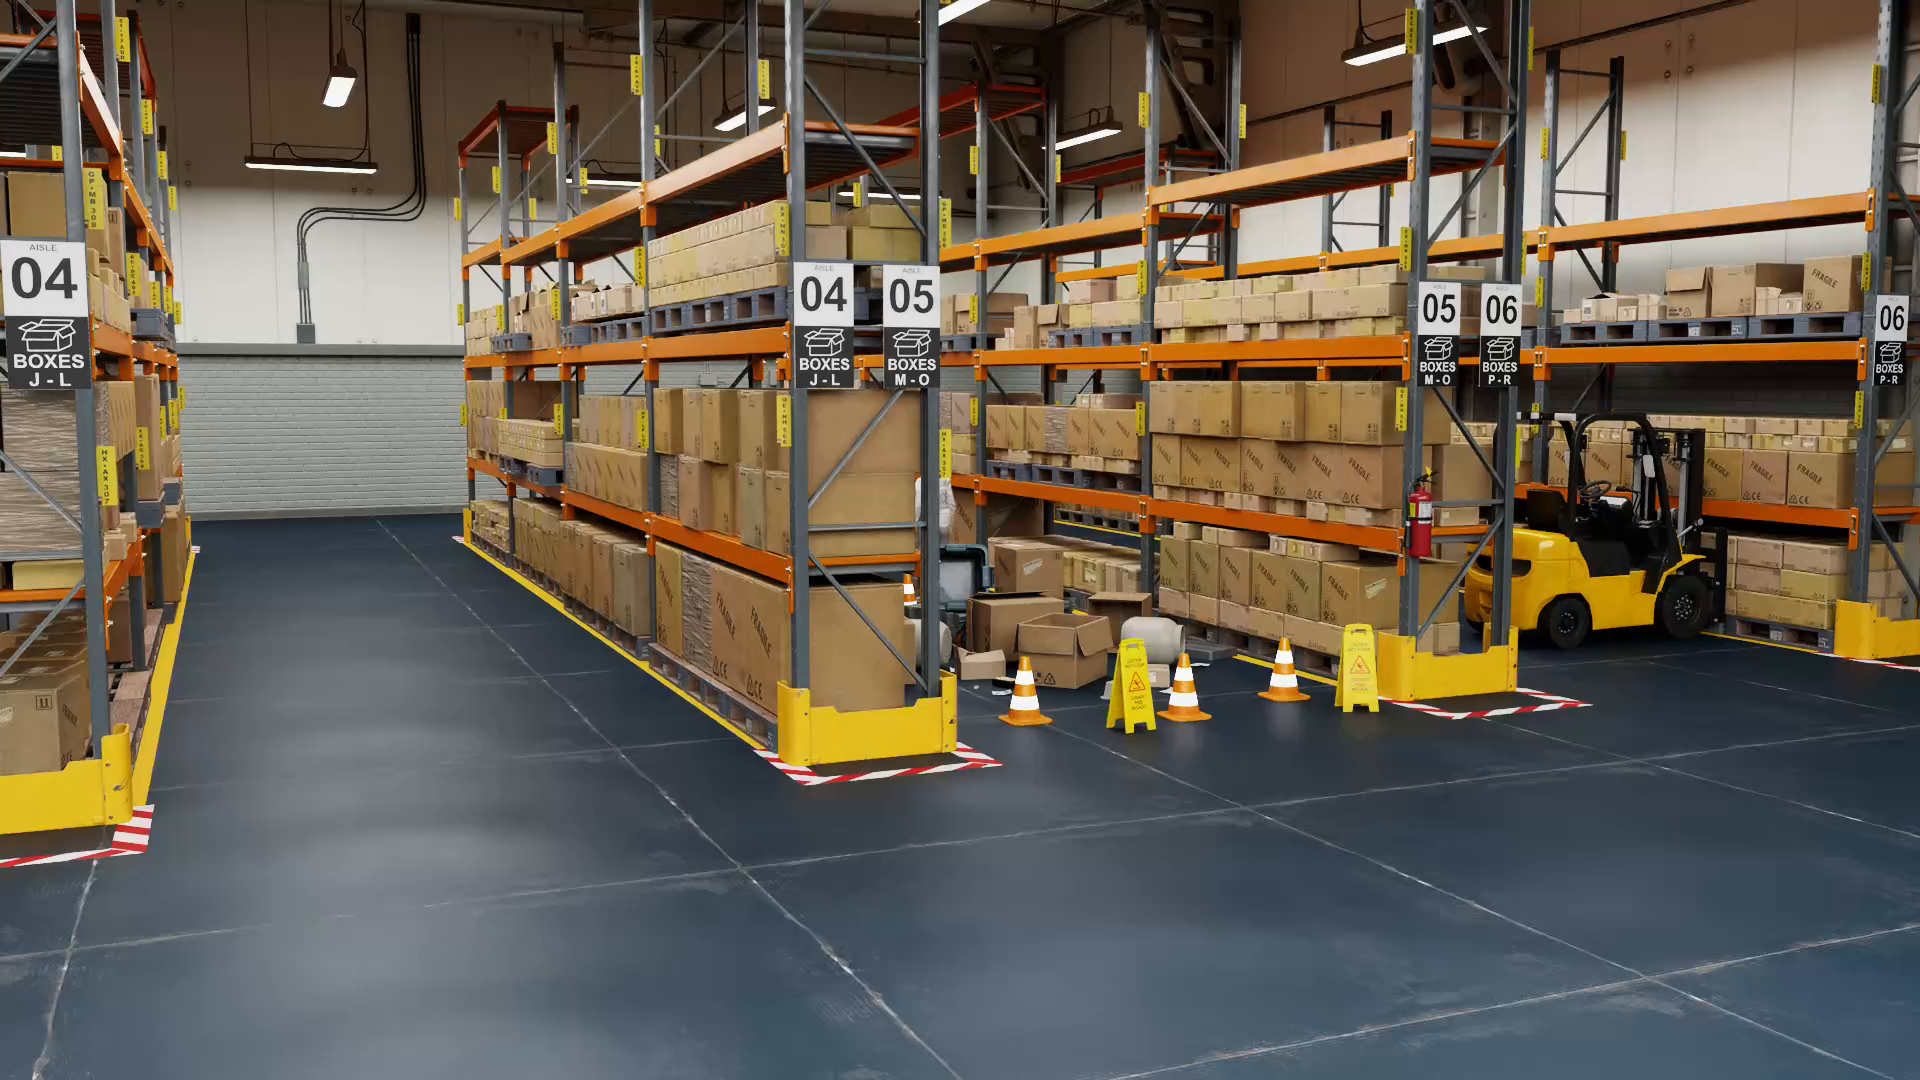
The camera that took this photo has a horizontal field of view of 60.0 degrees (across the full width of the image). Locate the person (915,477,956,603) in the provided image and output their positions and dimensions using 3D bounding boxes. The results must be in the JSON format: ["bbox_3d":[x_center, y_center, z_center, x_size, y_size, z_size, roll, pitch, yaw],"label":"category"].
[{"bbox_3d":[-0.304,-0.131,18.347,0.526,1.662,0.374,-3,6,-26],"label":"person"}]
